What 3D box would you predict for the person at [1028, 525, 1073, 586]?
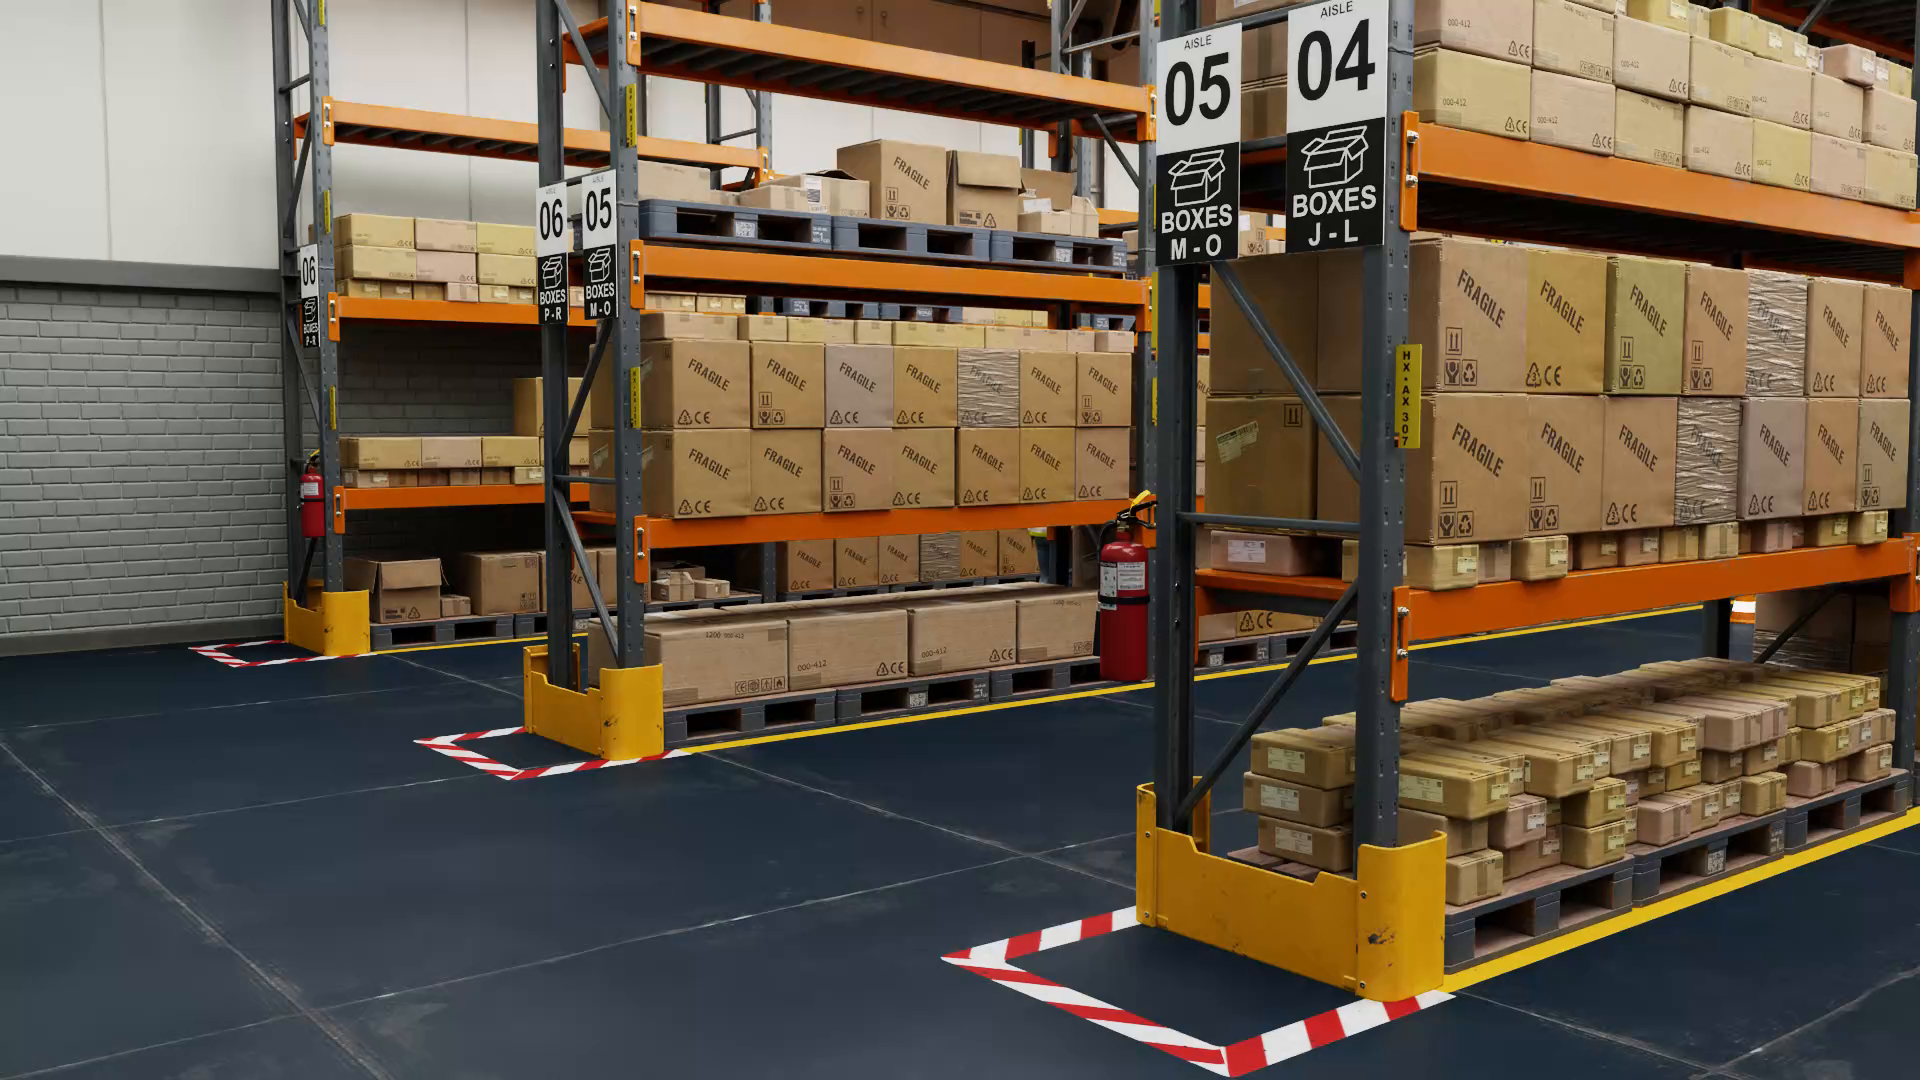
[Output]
[{"bbox_3d":[0.833,-0.063,14.237,0.460,1.757,0.637,-4,6,-40],"label":"person"}]
